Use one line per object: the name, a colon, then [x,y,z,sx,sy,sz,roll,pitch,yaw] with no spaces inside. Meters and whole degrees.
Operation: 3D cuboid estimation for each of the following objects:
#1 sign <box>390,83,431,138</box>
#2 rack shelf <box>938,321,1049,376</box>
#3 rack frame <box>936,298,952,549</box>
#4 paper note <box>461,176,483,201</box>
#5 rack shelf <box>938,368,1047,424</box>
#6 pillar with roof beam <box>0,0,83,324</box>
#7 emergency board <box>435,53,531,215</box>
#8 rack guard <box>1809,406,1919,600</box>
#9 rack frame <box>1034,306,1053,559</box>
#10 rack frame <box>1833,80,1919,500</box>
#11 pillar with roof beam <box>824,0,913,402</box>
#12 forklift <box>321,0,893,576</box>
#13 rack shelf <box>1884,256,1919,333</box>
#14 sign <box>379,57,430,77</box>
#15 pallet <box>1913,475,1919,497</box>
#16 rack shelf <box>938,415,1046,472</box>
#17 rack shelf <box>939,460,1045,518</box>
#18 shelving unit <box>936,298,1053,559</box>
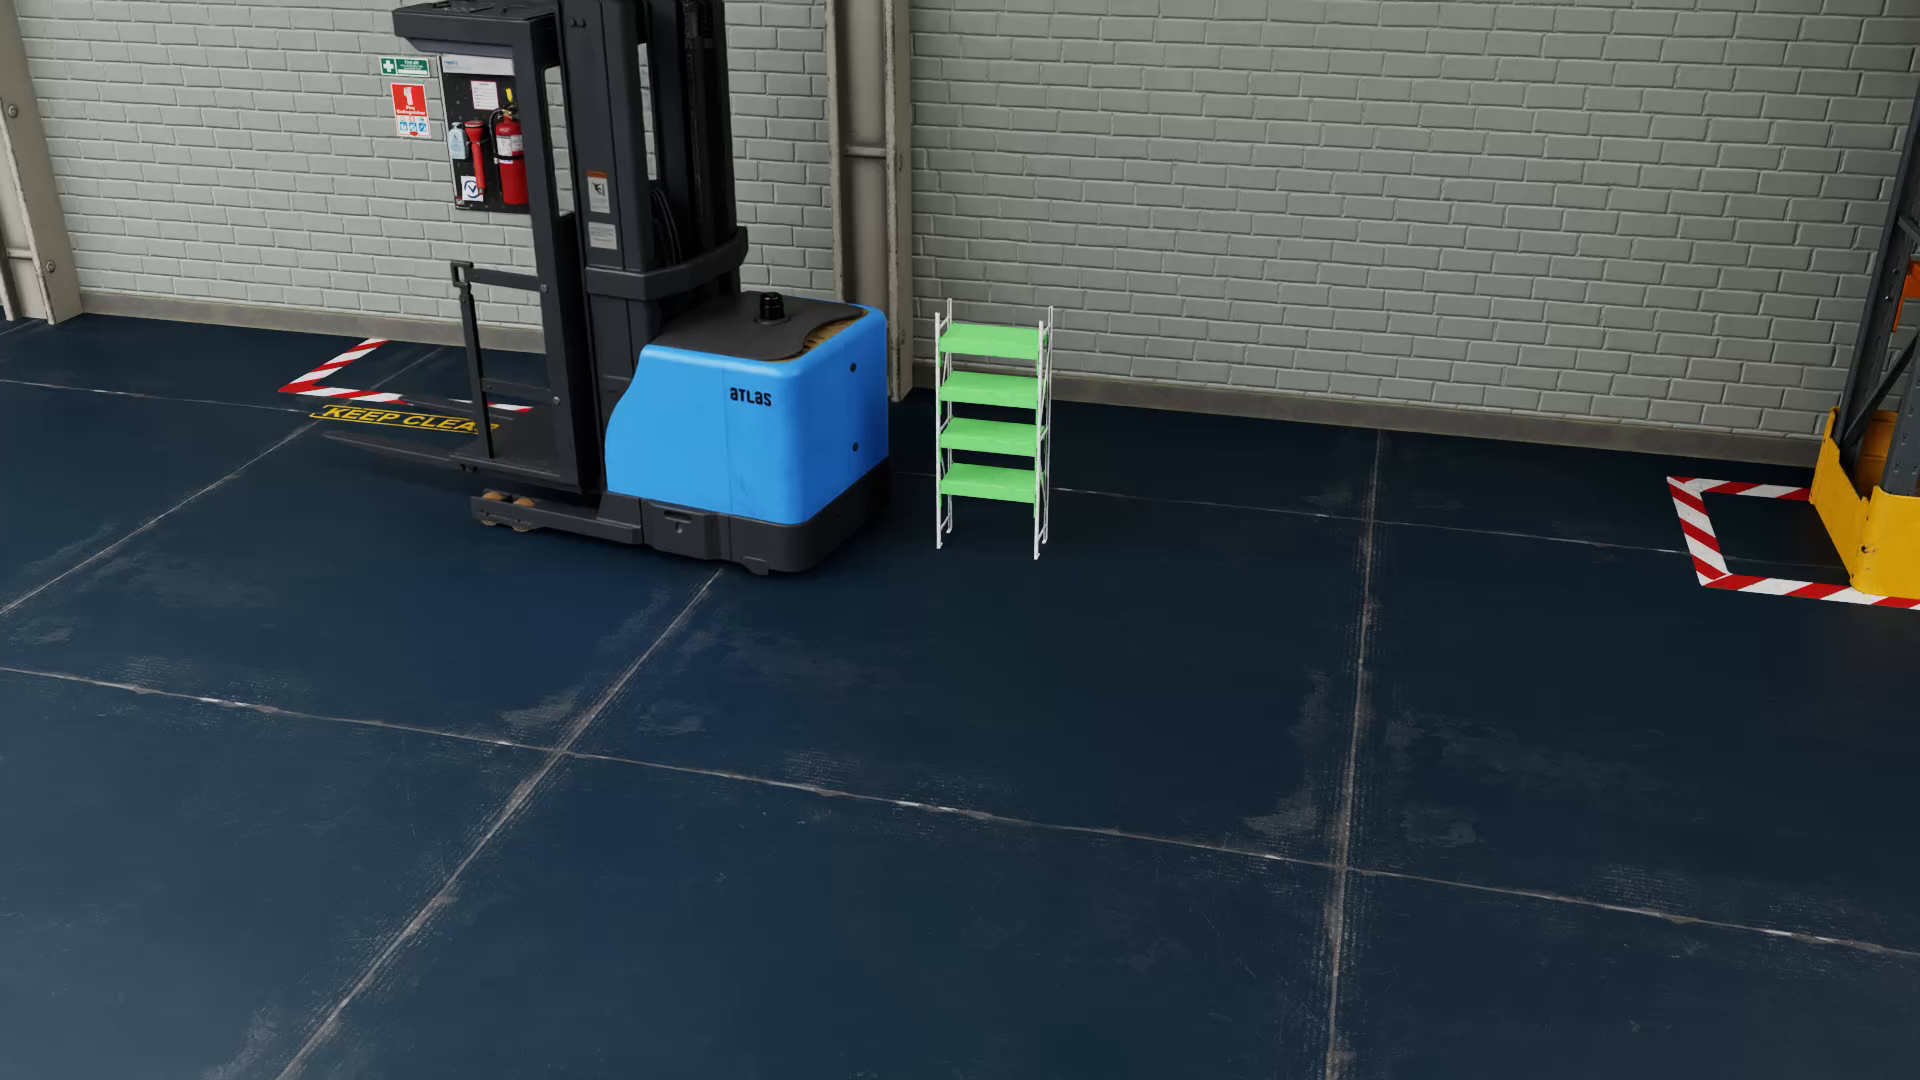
sign: [-3.408,-2.666,10.319,0.234,0.329,0.001,6,26,13]
rack shelf: [0.160,-0.900,7.776,0.480,0.148,0.258,6,26,13]
rack frame: [-0.076,-0.550,8.010,0.015,1.200,0.240,6,26,13]
paper note: [-3.053,-2.198,10.402,0.142,0.148,0.016,6,26,13]
rack shelf: [0.160,-0.683,7.879,0.480,0.148,0.258,6,26,13]
pillar with roof beam: [-7.398,-3.826,5.818,0.400,9.000,9.100,6,26,13]
emergency board: [-2.899,-2.548,10.112,0.643,1.169,0.194,6,26,13]
rack guard: [4.476,-0.203,8.095,0.348,0.500,1.175,6,26,13]
rack frame: [0.397,-0.498,7.900,0.015,1.200,0.240,6,26,13]
rack frame: [4.403,-1.340,7.575,0.127,3.000,1.000,6,26,13]
pillar with roof beam: [-1.587,-3.184,4.469,0.400,9.000,9.100,6,26,13]
forklift: [-1.910,-1.558,8.112,3.031,2.935,1.130,11,27,21]
rack shelf: [6.340,-0.801,7.280,4.000,0.370,1.077,6,26,13]
sign: [-3.406,-2.901,10.196,0.331,0.109,0.001,6,26,13]
pallet: [5.254,0.029,7.944,1.213,0.211,1.003,6,26,13]
rack shelf: [0.160,-0.466,7.982,0.480,0.148,0.258,6,26,13]
rack shelf: [0.160,-0.250,8.085,0.480,0.148,0.258,6,26,13]
shelving unit: [0.160,-0.524,7.955,0.503,1.200,0.258,6,26,13]
